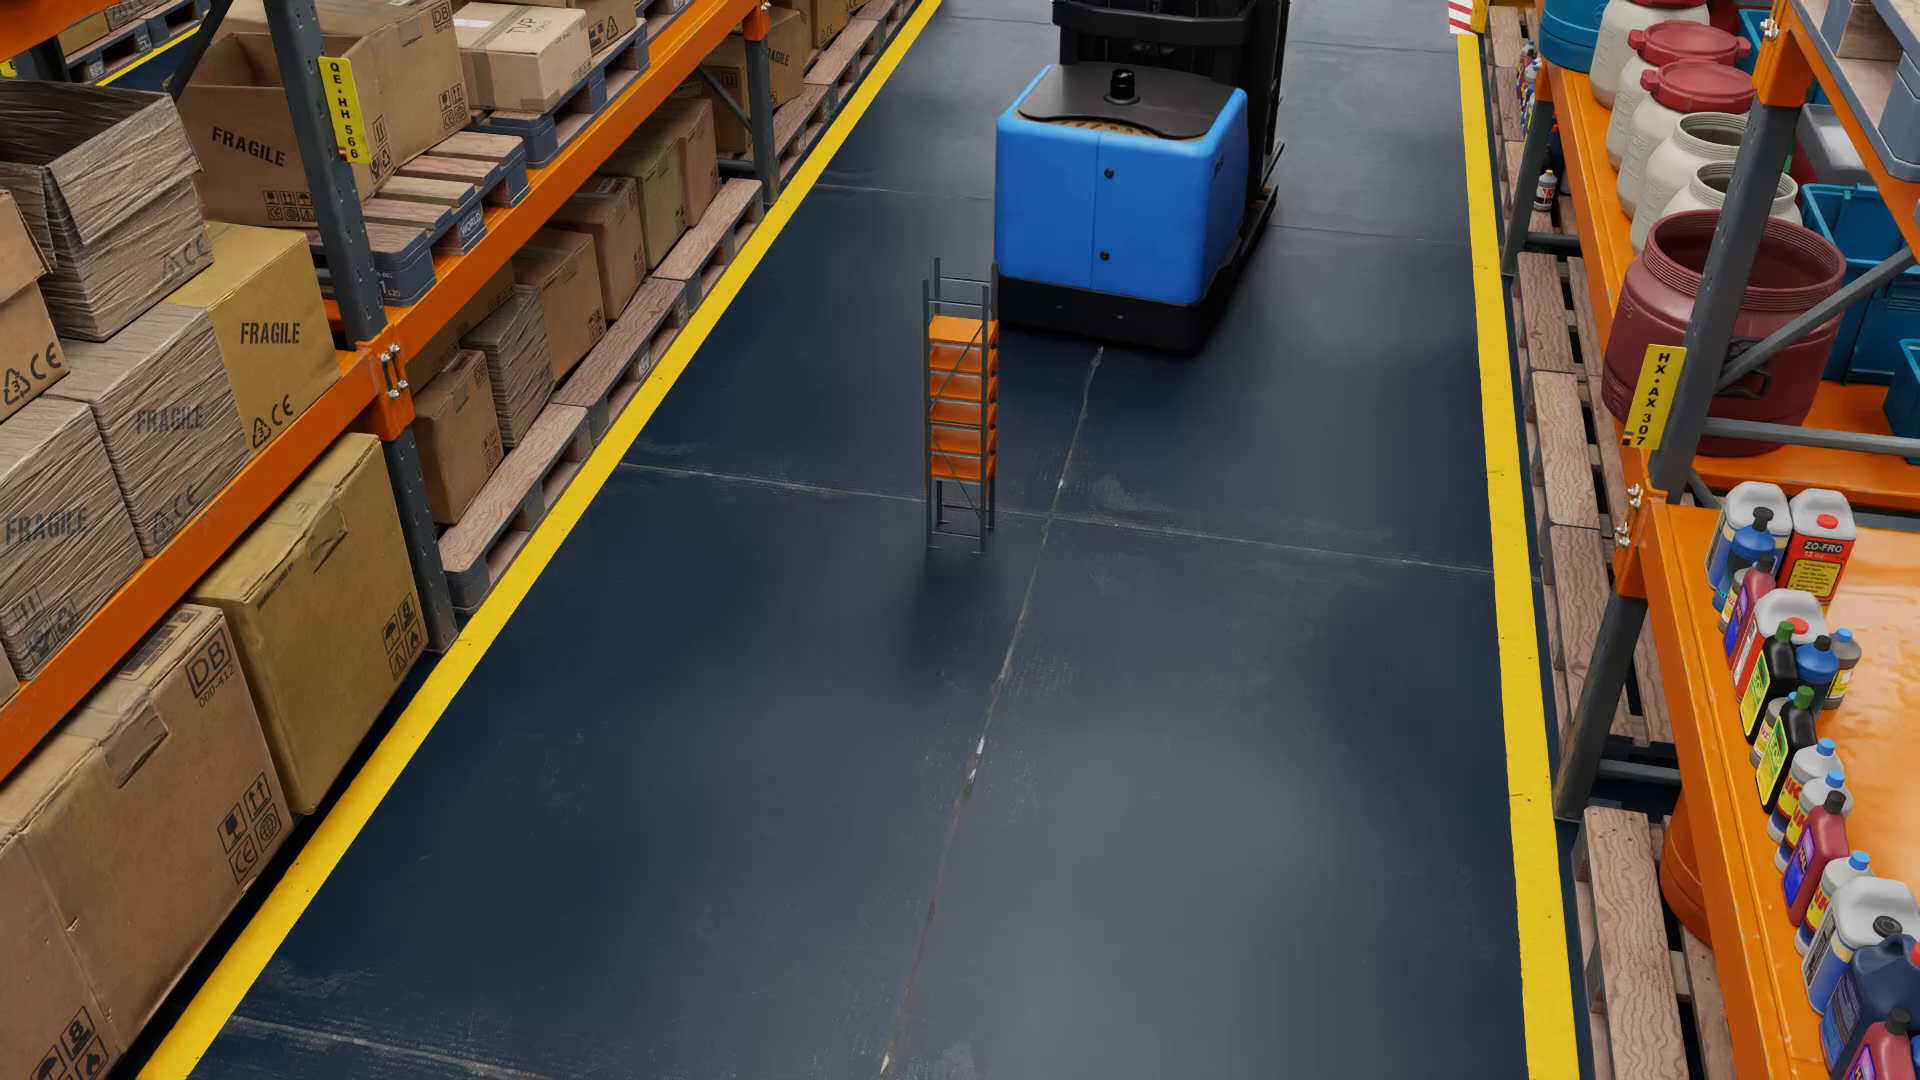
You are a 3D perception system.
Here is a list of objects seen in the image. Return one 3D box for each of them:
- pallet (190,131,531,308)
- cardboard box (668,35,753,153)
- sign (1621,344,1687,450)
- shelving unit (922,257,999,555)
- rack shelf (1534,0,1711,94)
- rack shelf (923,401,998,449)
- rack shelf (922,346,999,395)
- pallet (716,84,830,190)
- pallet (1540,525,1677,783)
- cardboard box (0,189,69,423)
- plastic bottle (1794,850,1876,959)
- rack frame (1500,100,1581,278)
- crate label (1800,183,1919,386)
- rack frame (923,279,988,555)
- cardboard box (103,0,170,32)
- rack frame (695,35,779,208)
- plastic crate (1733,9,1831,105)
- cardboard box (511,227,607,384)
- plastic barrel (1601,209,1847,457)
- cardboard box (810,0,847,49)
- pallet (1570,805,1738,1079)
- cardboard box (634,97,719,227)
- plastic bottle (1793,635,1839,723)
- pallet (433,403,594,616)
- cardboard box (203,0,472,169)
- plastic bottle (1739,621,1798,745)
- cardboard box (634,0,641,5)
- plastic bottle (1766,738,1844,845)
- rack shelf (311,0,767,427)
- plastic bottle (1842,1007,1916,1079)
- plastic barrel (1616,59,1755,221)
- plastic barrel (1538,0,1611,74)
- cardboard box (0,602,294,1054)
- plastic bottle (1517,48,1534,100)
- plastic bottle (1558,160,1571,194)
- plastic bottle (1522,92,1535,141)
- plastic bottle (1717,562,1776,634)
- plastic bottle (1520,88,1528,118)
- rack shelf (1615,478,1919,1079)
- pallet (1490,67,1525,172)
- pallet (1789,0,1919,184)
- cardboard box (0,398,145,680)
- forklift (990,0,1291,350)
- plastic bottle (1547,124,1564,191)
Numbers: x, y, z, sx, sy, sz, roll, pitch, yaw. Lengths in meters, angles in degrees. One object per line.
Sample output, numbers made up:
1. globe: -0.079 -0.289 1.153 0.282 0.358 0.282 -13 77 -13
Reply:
1. pallet: -2.335 -1.227 6.050 1.213 0.211 1.003 7 37 10
2. cardboard box: -1.405 -2.558 9.495 0.500 0.500 0.500 6 36 9
3. sign: 1.916 -0.393 4.597 0.100 0.325 0.005 7 37 10
4. shelving unit: 0.003 -0.494 6.409 0.258 1.200 0.189 7 37 10
5. rack shelf: 3.737 -3.410 9.512 1.077 0.370 4.000 7 37 10
6. rack shelf: 0.003 -0.458 6.435 0.258 0.103 0.180 7 37 10
7. rack shelf: 0.003 -0.652 6.295 0.258 0.103 0.180 7 37 10
8. pallet: -1.420 -2.436 9.931 1.003 0.211 1.213 7 37 10
9. pallet: 2.659 0.428 5.979 1.003 0.211 1.213 7 37 10
10. cardboard box: -2.697 -0.539 3.997 0.797 0.503 0.637 8 37 11
11. plastic bottle: 1.749 0.723 3.306 0.097 0.271 0.097 0 36 0
12. rack frame: 3.310 -2.555 7.719 1.000 3.000 0.127 7 37 10
13. crate label: 2.932 -0.812 5.284 0.502 0.435 0.616 7 37 10
14. rack frame: -0.016 -0.442 6.337 0.240 1.200 0.006 7 37 10
15. cardboard box: -5.961 -4.034 11.213 0.875 0.875 0.875 8 37 10
16. rack frame: -1.529 -3.176 8.576 1.000 3.000 0.127 7 37 10
17. plastic crate: 3.378 -1.877 6.797 0.392 0.384 0.575 7 37 10
18. cardboard box: -2.040 -1.081 7.440 0.700 0.500 0.500 10 37 14
19. plastic barrel: 2.258 -0.621 4.934 0.600 0.536 0.708 7 37 10
20. cardboard box: -1.071 -3.567 10.888 0.500 0.500 0.500 11 37 14
21. pallet: 2.328 1.325 4.742 1.003 0.211 1.213 7 37 10
22. cardboard box: -1.681 -1.992 8.698 0.700 0.500 0.500 5 36 6
23. plastic bottle: 1.956 0.334 3.843 0.097 0.271 0.097 0 36 0
24. pallet: -2.215 -0.201 6.848 1.003 0.211 1.213 7 37 10
25. cardboard box: -2.286 -1.740 6.152 0.700 0.500 0.500 13 38 17
26. plastic bottle: 1.875 0.330 3.839 0.061 0.283 0.133 7 37 10
27. cardboard box: -1.836 -3.151 7.672 1.000 1.000 1.000 8 37 10
28. plastic bottle: 1.819 0.535 3.565 0.097 0.271 0.097 0 36 0
29. rack shelf: -1.956 -1.738 7.205 1.077 0.370 4.000 7 37 10
30. plastic bottle: 1.638 0.965 2.961 0.061 0.283 0.133 7 37 10
31. plastic barrel: 2.642 -1.420 6.038 0.433 0.535 0.433 0 36 0
32. plastic barrel: 2.931 -2.574 7.319 0.600 0.901 0.708 7 37 10
33. cardboard box: -2.749 0.711 4.666 1.225 0.875 0.875 7 37 10
34. plastic bottle: 3.406 -2.798 9.995 0.061 0.283 0.133 8 37 11
35. plastic bottle: 3.306 -2.048 8.902 0.144 0.351 0.185 7 37 10
36. plastic bottle: 3.314 -2.423 9.484 0.152 0.276 0.135 8 37 11
37. plastic bottle: 1.975 0.145 4.163 0.097 0.201 0.097 0 36 0
38. plastic bottle: 3.357 -2.582 9.766 0.097 0.201 0.097 0 36 0
39. rack shelf: 2.028 1.176 3.184 1.077 0.370 4.000 7 37 10
40. pallet: 3.752 -2.507 10.029 1.003 0.211 1.213 7 37 10
41. pallet: 2.196 -0.973 3.142 1.003 0.211 1.213 7 37 10
42. cardboard box: -2.467 -0.026 4.144 0.500 0.500 0.500 6 36 8
43. forklift: 1.123 -2.949 8.321 1.130 2.935 3.031 12 38 16
44. plastic bottle: 3.166 -2.066 8.927 0.144 0.351 0.185 6 36 9
